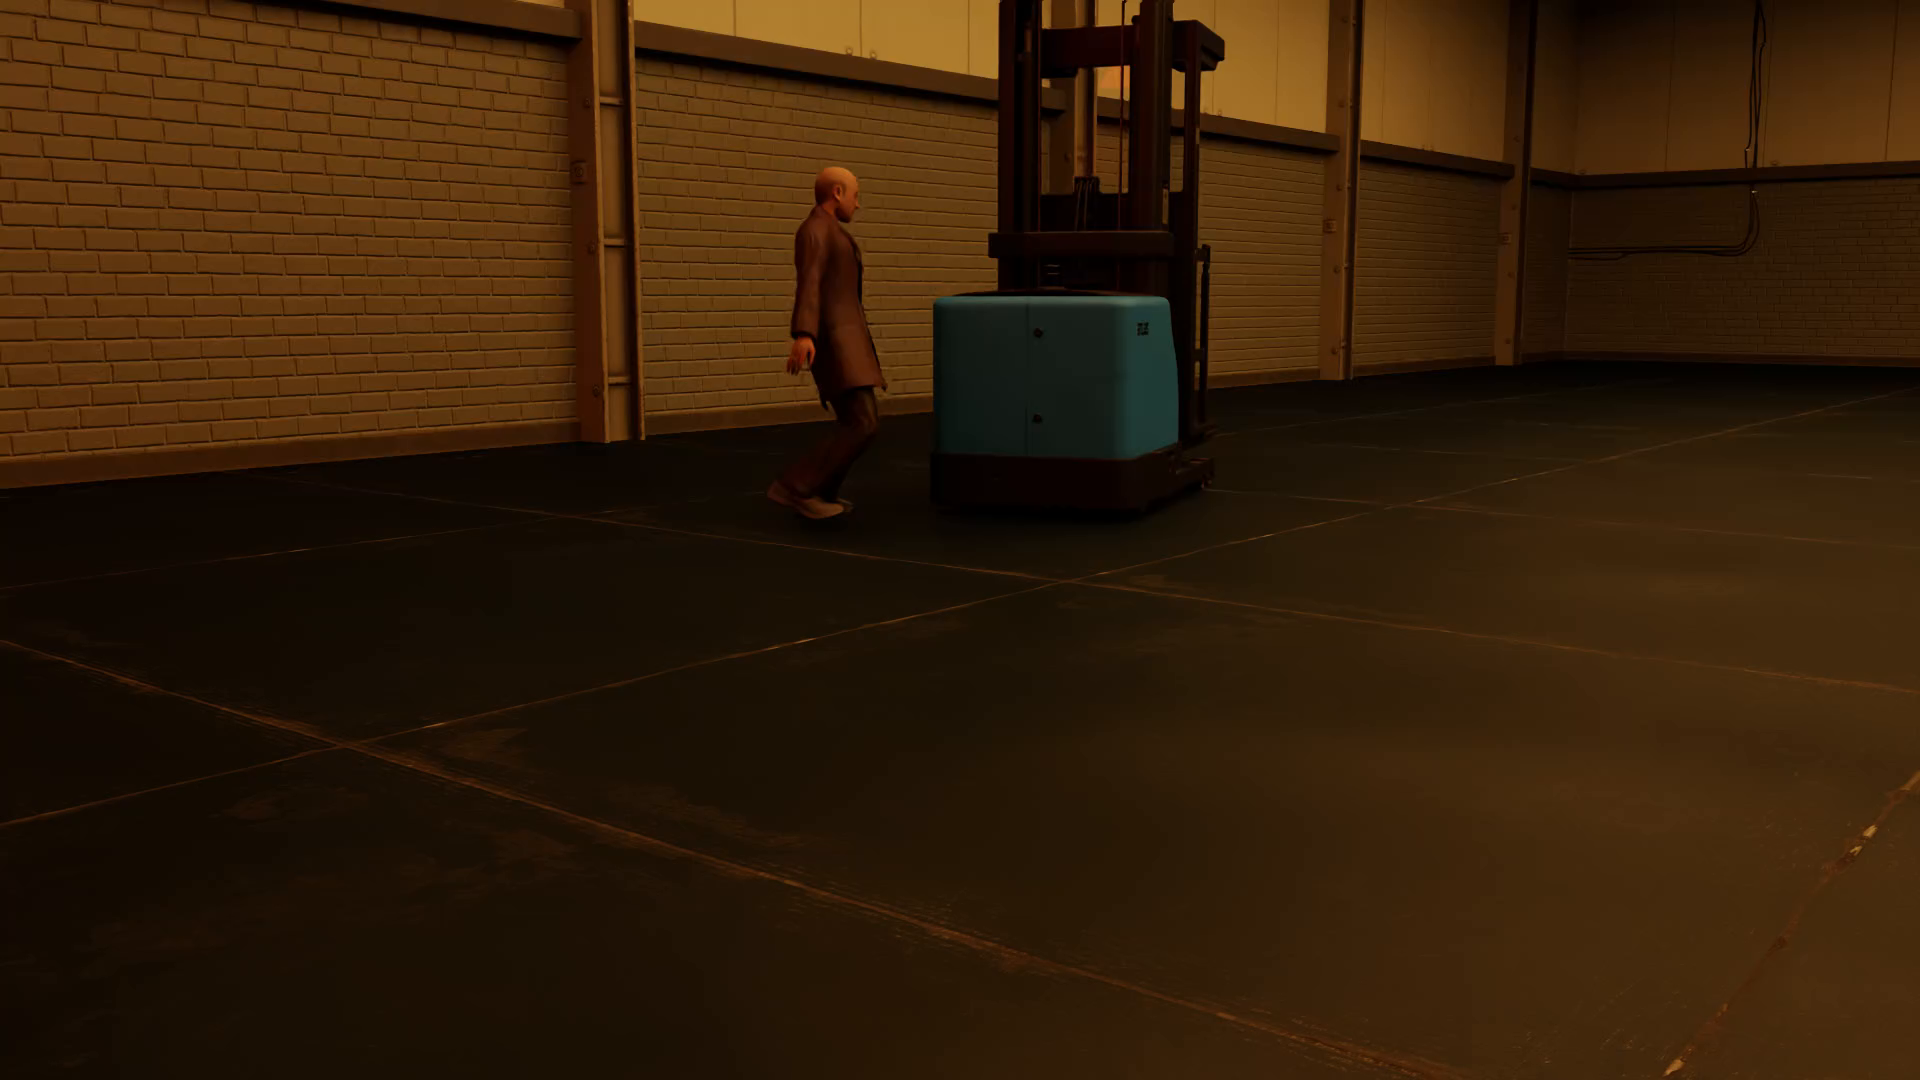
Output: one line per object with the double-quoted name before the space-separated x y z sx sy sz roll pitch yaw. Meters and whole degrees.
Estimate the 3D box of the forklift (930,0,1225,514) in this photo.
"forklift" 0.829 -1.750 9.239 1.130 2.935 3.031 3 9 20

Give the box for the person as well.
"person" -0.607 -0.911 7.860 0.577 1.687 0.939 1 8 5
